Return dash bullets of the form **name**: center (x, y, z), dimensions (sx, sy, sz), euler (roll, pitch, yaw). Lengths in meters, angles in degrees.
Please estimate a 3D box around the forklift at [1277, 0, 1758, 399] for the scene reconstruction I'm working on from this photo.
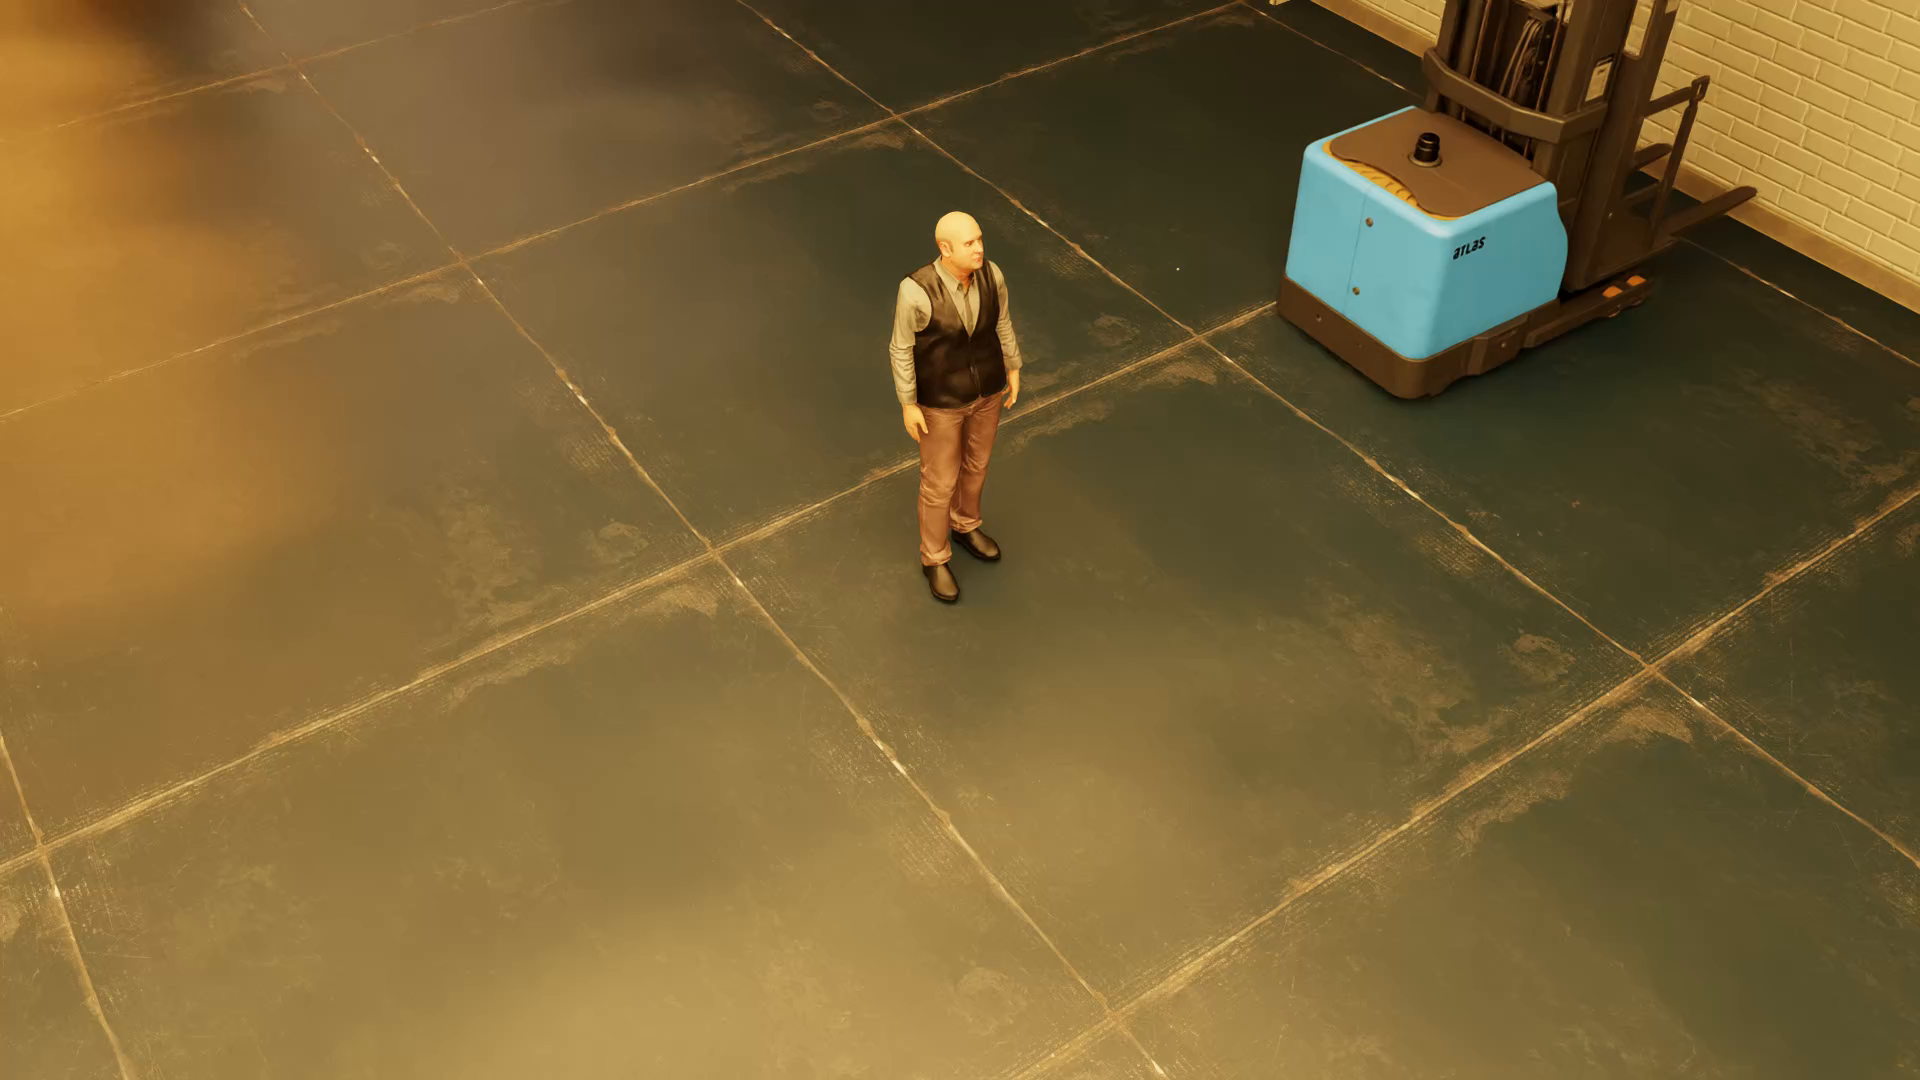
- **forklift**: center (3.253, -2.588, 8.524), dimensions (3.031, 2.935, 1.130), euler (-24, 48, -24)

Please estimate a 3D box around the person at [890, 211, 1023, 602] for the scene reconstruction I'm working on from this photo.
- **person**: center (0.030, -0.601, 7.249), dimensions (0.634, 1.722, 0.566), euler (-25, 48, -25)
